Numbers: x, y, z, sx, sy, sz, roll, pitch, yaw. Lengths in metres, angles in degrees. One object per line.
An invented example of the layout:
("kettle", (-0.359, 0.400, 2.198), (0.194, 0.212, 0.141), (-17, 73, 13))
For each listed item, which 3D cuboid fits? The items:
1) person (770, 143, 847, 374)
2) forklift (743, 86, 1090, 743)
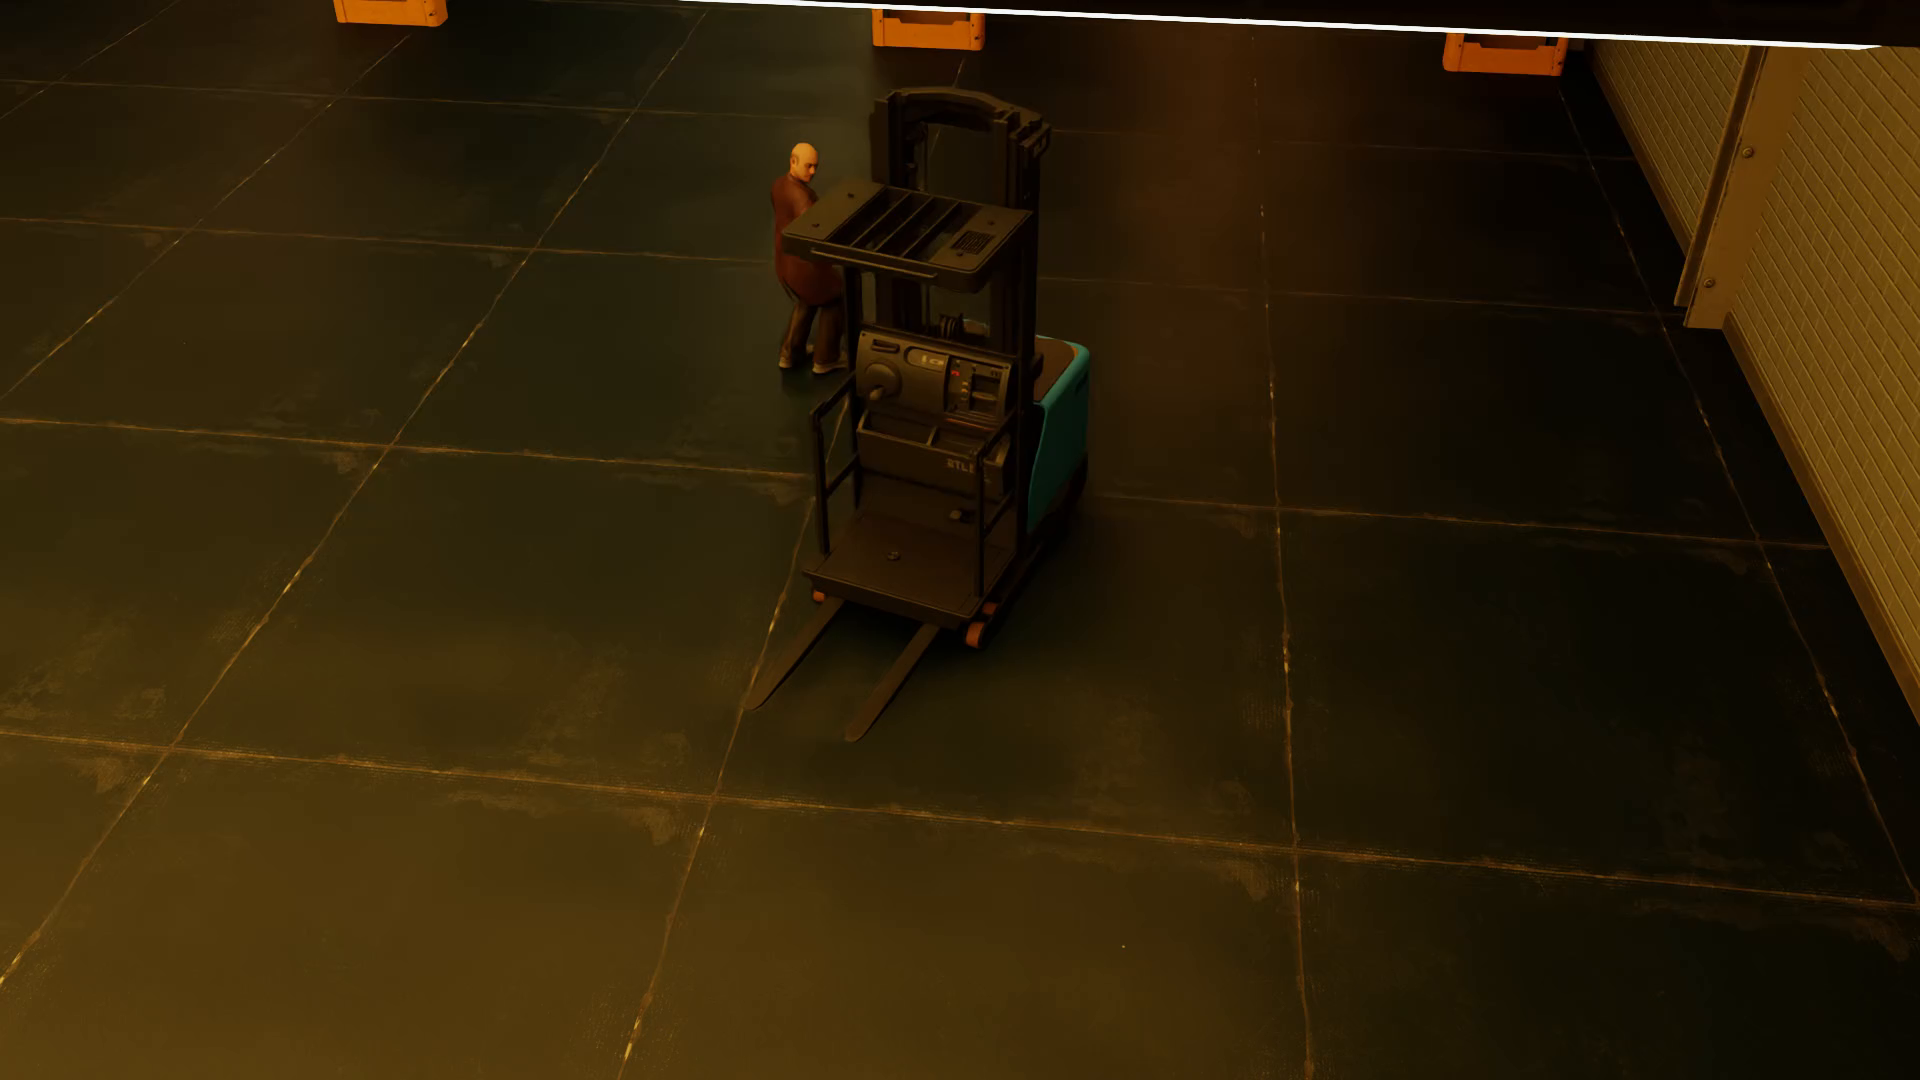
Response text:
("person", (-1.042, -1.981, 11.776), (0.576, 1.723, 0.830), (-21, 41, -26))
("forklift", (-0.239, -0.843, 9.173), (1.130, 2.935, 3.031), (15, 39, 19))
